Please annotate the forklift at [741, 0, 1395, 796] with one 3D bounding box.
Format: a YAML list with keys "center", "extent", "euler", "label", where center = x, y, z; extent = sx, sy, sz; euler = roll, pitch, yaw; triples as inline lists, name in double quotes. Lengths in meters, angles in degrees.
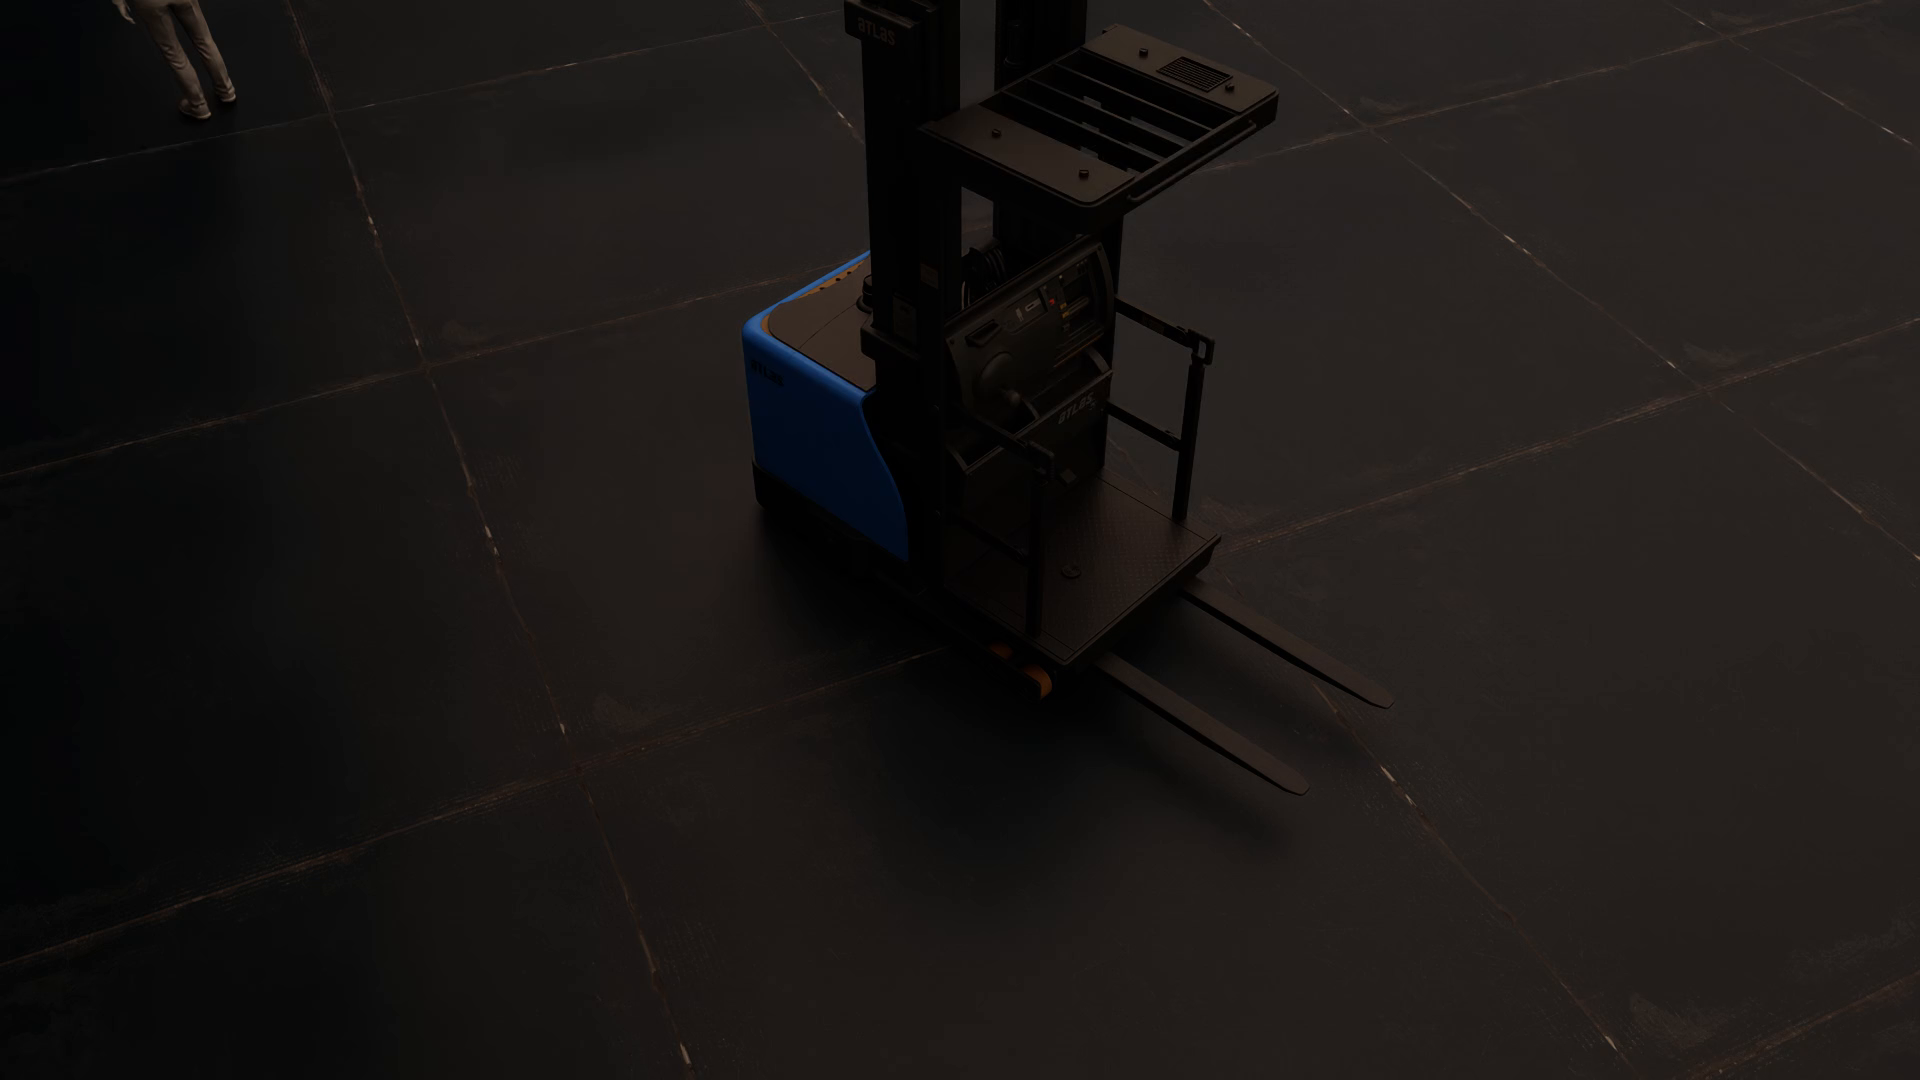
- center: [0.445, -0.788, 6.525]
  extent: [3.031, 2.935, 1.130]
  euler: [32, 52, 30]
  label: "forklift"

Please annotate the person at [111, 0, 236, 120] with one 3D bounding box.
- center: [-4.925, -3.391, 10.210]
  extent: [0.588, 1.694, 0.530]
  euler: [-29, 50, -28]
  label: "person"
